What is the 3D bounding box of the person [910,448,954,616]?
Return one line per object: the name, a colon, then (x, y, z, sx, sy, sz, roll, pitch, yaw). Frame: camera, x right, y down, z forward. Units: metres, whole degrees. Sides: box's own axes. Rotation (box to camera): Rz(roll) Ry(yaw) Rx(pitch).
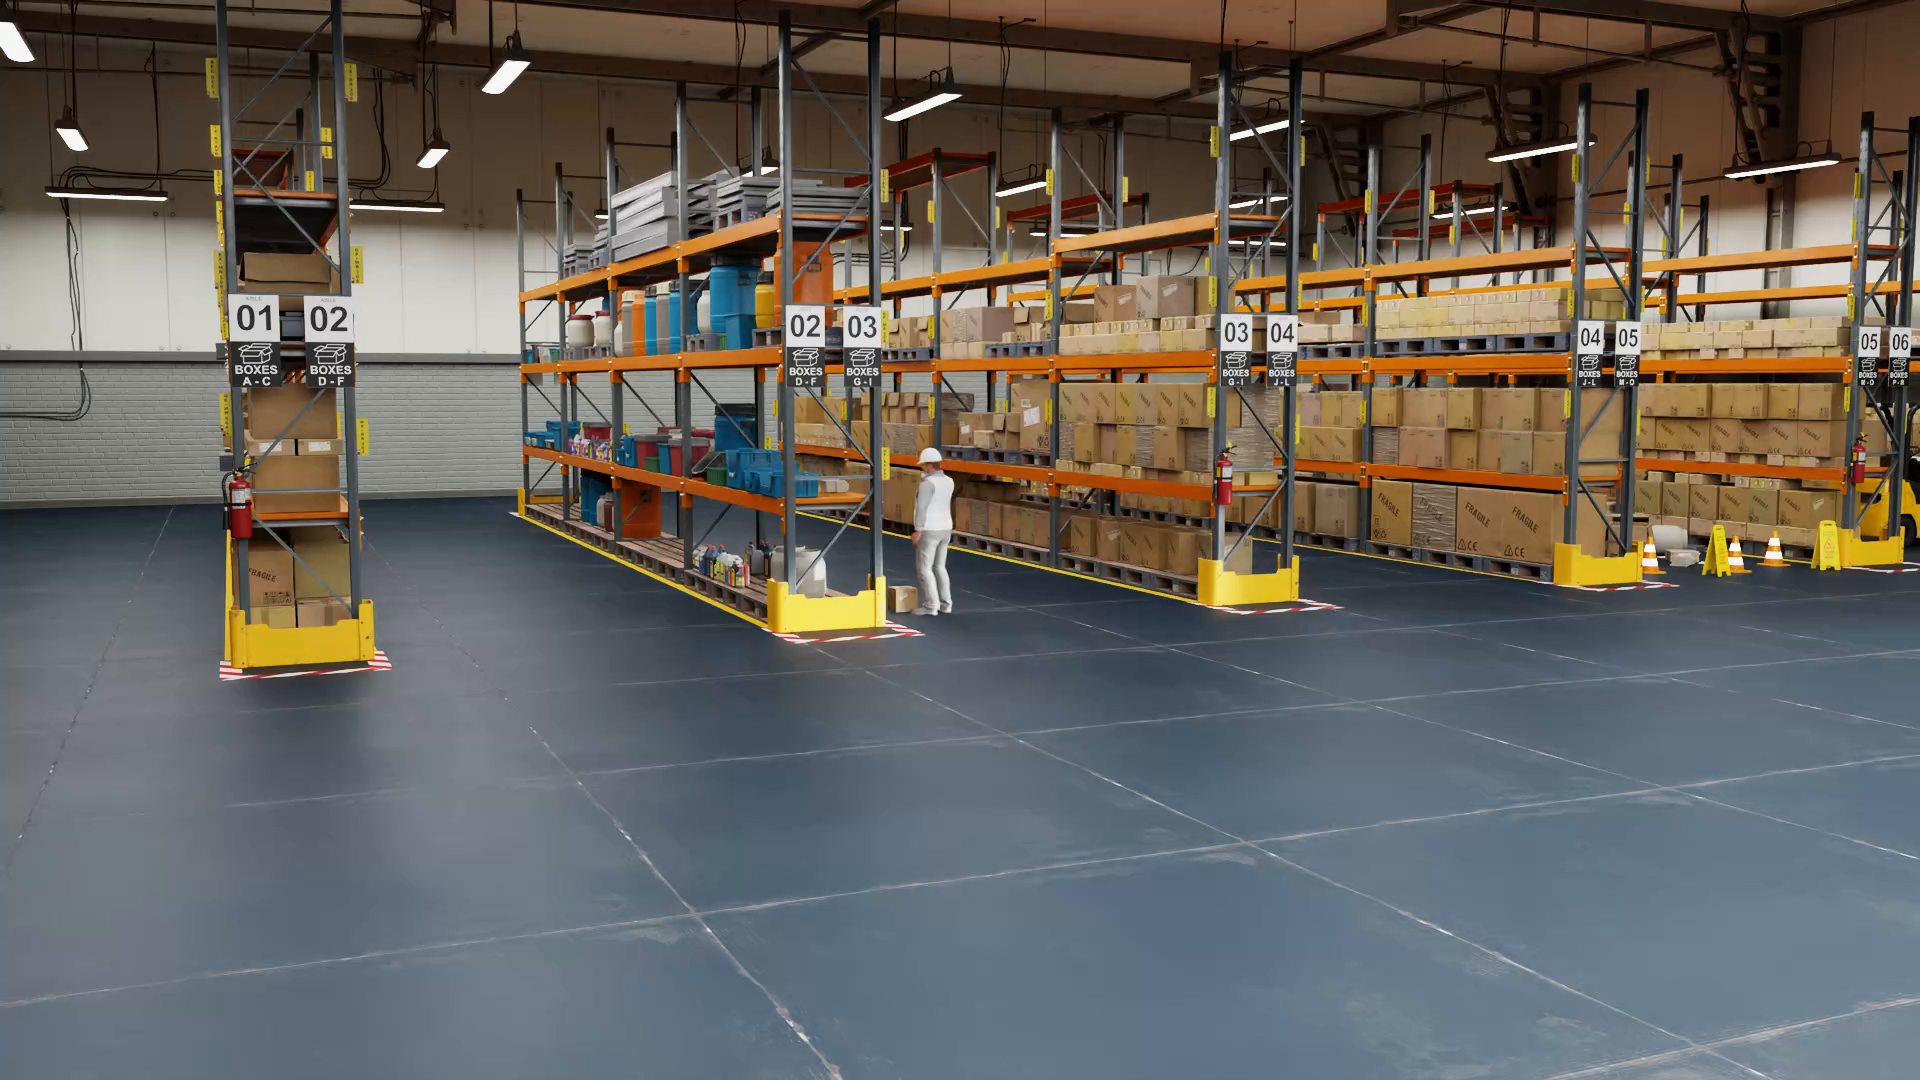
person: (-0.297, -0.091, 17.653, 0.356, 1.764, 0.534, 4, 6, 34)
